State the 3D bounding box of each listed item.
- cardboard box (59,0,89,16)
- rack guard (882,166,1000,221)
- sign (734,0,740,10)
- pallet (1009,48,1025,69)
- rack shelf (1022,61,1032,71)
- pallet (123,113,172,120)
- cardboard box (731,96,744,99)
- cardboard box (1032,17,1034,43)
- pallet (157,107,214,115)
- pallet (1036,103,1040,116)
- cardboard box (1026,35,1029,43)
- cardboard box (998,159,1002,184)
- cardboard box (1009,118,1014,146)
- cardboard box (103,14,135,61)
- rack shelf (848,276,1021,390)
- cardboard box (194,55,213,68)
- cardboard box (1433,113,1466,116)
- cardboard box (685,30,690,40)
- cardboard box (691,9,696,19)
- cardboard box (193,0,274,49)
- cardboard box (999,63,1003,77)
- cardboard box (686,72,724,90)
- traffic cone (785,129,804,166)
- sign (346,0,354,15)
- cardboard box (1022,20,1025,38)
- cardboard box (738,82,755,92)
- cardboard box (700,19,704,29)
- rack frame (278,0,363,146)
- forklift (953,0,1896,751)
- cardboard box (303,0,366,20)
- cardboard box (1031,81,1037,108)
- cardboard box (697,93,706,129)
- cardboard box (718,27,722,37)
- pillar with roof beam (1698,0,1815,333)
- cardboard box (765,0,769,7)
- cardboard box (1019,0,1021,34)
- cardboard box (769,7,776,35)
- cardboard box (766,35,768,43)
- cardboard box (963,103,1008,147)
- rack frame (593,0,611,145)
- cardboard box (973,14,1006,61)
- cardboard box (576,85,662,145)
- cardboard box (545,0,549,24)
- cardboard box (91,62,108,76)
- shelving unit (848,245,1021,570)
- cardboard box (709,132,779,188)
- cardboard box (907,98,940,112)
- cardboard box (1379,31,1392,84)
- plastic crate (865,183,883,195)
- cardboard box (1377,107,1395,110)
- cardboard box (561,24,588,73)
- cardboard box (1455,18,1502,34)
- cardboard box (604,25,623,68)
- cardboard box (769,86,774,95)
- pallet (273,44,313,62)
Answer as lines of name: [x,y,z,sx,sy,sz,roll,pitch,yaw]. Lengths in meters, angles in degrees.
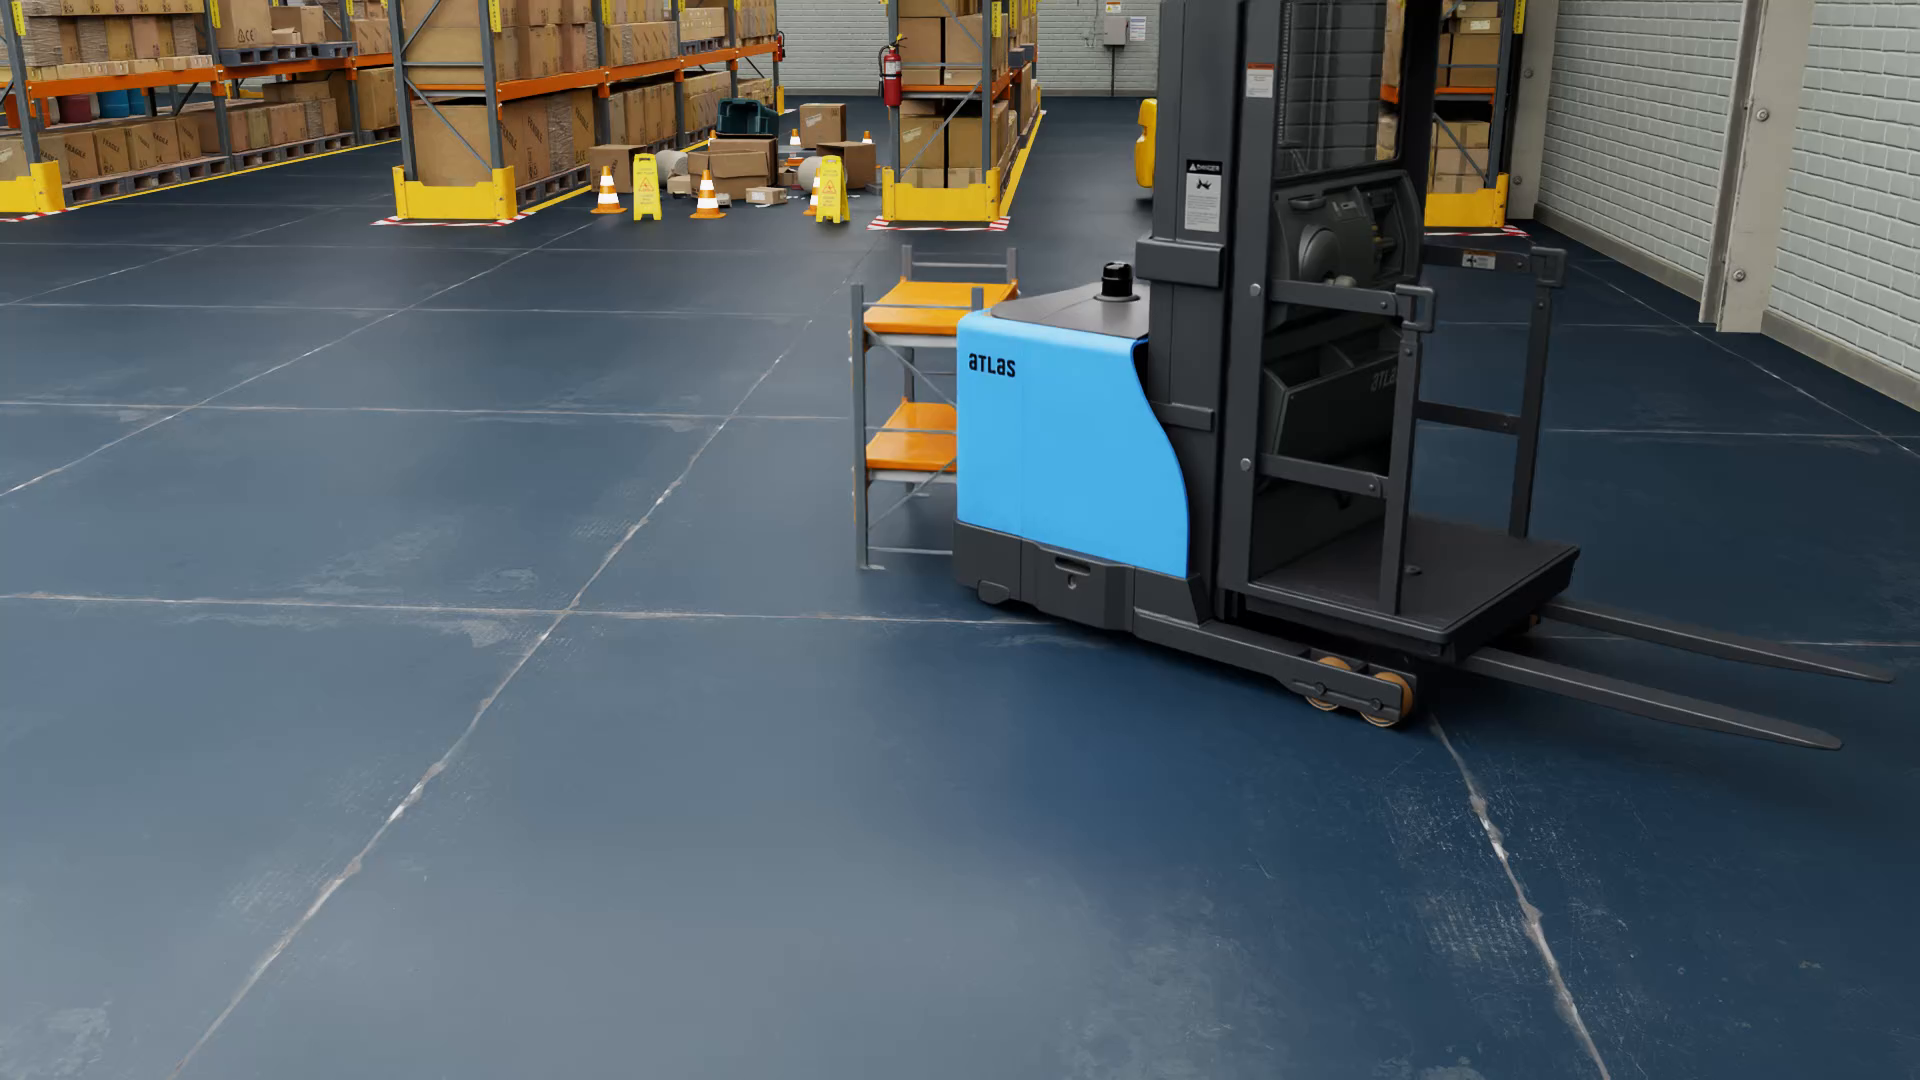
cardboard box: [-9.723,-5.867,17.768,0.500,0.500,0.500,1,18,4]
rack guard: [-0.187,-3.498,16.796,1.175,0.500,0.348,1,18,4]
sign: [-3.723,-9.007,27.735,0.100,0.325,0.005,1,18,4]
pallet: [0.294,-6.048,20.870,1.003,0.211,1.213,1,18,4]
rack shelf: [0.524,-7.426,25.925,1.077,0.370,4.000,1,18,4]
pallet: [-14.254,-7.157,28.427,1.003,0.211,1.213,1,18,4]
cardboard box: [-3.932,-7.560,28.604,0.380,0.149,0.250,2,18,6]
cardboard box: [1.003,-8.733,28.597,0.500,0.500,0.500,1,18,4]
pallet: [-14.143,-7.625,29.855,1.003,0.211,1.213,1,18,4]
pallet: [0.975,-8.056,31.171,1.003,0.211,1.213,1,18,4]
cardboard box: [0.849,-8.015,26.807,0.500,0.250,0.500,1,18,3]
cardboard box: [0.185,-3.958,17.926,0.500,0.250,0.500,2,18,6]
cardboard box: [0.226,-5.458,22.308,0.950,0.372,0.625,2,18,6]
cardboard box: [-9.968,-5.710,18.893,0.875,0.500,0.500,1,18,4]
rack shelf: [-0.082,-0.850,6.770,0.538,0.278,1.000,3,18,9]
cardboard box: [-9.512,-5.933,20.616,0.380,0.149,0.250,1,18,4]
cardboard box: [5.061,-4.376,17.597,0.500,0.250,0.500,1,18,4]
cardboard box: [-4.292,-7.608,25.053,0.380,0.149,0.250,2,18,7]
cardboard box: [-4.261,-8.054,25.459,0.380,0.149,0.250,2,18,6]
cardboard box: [-9.594,-6.854,21.386,1.000,1.000,1.000,1,18,4]
cardboard box: [0.275,-5.203,18.389,0.380,0.149,0.250,1,18,4]
cardboard box: [-4.128,-7.440,26.947,0.500,0.250,0.500,2,18,7]
traffic cone: [-2.190,-5.228,22.134,0.336,0.463,0.334,1,18,4]
sign: [-8.961,-7.872,24.396,0.100,0.325,0.005,1,18,4]
cardboard box: [0.702,-7.626,24.816,0.500,0.250,0.500,2,18,5]
cardboard box: [-3.908,-8.183,30.028,0.380,0.149,0.250,1,18,4]
cardboard box: [-4.222,-8.077,26.007,0.380,0.149,0.250,2,18,6]
rack frame: [-9.503,-7.368,24.592,1.000,3.000,0.127,1,18,4]
forklift: [1.426,-0.999,5.265,3.031,2.935,1.130,15,23,38]
cardboard box: [-9.435,-8.119,25.112,0.797,0.503,0.637,2,18,6]
cardboard box: [0.950,-8.122,30.333,0.875,0.438,0.875,2,18,5]
cardboard box: [-4.226,-6.608,25.612,0.500,0.500,0.500,1,18,5]
cardboard box: [-4.126,-8.340,27.287,0.380,0.149,0.250,1,18,4]
pillar with roof beam: [0.984,-5.832,10.270,9.100,9.000,0.400,1,18,4]
cardboard box: [-3.811,-10.070,30.593,0.500,0.500,0.500,1,18,2]
cardboard box: [0.565,-7.070,22.371,0.500,0.500,0.500,0,18,0]
cardboard box: [-3.765,-9.754,31.236,0.500,0.500,0.500,2,18,5]
cardboard box: [-3.790,-9.329,30.980,0.380,0.149,0.250,1,18,3]
cardboard box: [0.285,-4.806,19.310,0.500,0.500,0.500,2,18,5]
rack frame: [-4.850,-5.984,20.367,1.000,3.000,0.127,1,18,4]
cardboard box: [0.248,-5.629,18.645,0.500,0.500,0.500,2,18,5]
cardboard box: [-4.756,-5.898,23.043,1.050,0.750,0.750,2,18,5]
cardboard box: [-5.040,-5.951,18.294,0.875,0.550,0.500,1,18,4]
cardboard box: [-9.736,-5.236,18.488,0.380,0.149,0.250,1,18,4]
shelving unit: [-0.082,-0.571,6.861,0.538,1.125,1.048,3,18,9]
cardboard box: [-2.533,-4.433,19.426,0.797,0.637,0.503,1,18,4]
cardboard box: [-0.415,-4.668,17.847,0.380,0.149,0.250,2,18,5]
cardboard box: [4.579,-4.920,16.960,0.500,0.500,0.500,2,18,6]
plastic crate: [-0.836,-4.048,19.148,0.402,0.080,0.583,-5,19,-15]
cardboard box: [4.627,-4.706,18.605,0.500,0.250,0.500,2,18,6]
cardboard box: [-4.882,-5.769,19.470,0.875,0.550,0.550,1,18,4]
cardboard box: [5.042,-5.008,16.187,0.380,0.149,0.250,1,18,3]
cardboard box: [-4.544,-6.189,20.832,0.500,0.500,0.500,1,18,5]
cardboard box: [-3.743,-8.527,31.554,0.380,0.149,0.250,1,18,2]
pallet: [-9.605,-6.661,22.743,1.003,0.211,1.213,1,18,4]
